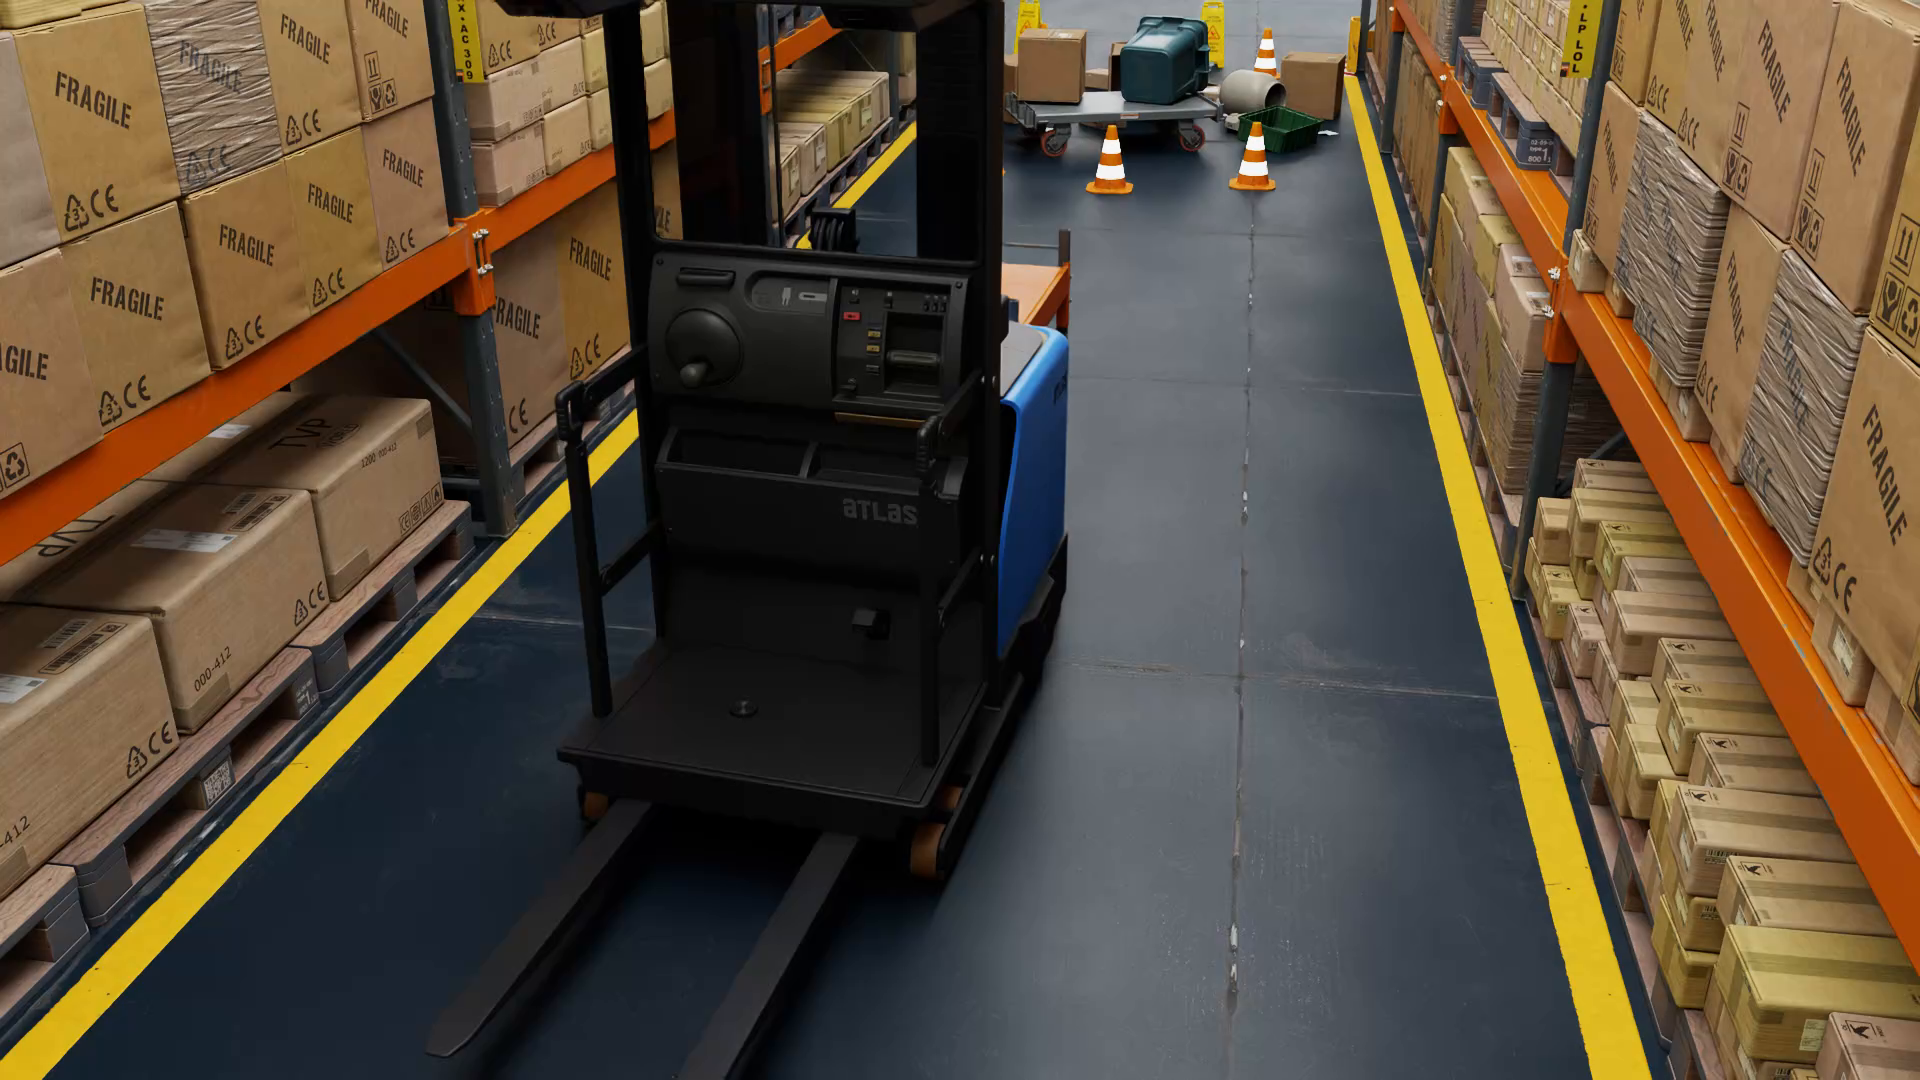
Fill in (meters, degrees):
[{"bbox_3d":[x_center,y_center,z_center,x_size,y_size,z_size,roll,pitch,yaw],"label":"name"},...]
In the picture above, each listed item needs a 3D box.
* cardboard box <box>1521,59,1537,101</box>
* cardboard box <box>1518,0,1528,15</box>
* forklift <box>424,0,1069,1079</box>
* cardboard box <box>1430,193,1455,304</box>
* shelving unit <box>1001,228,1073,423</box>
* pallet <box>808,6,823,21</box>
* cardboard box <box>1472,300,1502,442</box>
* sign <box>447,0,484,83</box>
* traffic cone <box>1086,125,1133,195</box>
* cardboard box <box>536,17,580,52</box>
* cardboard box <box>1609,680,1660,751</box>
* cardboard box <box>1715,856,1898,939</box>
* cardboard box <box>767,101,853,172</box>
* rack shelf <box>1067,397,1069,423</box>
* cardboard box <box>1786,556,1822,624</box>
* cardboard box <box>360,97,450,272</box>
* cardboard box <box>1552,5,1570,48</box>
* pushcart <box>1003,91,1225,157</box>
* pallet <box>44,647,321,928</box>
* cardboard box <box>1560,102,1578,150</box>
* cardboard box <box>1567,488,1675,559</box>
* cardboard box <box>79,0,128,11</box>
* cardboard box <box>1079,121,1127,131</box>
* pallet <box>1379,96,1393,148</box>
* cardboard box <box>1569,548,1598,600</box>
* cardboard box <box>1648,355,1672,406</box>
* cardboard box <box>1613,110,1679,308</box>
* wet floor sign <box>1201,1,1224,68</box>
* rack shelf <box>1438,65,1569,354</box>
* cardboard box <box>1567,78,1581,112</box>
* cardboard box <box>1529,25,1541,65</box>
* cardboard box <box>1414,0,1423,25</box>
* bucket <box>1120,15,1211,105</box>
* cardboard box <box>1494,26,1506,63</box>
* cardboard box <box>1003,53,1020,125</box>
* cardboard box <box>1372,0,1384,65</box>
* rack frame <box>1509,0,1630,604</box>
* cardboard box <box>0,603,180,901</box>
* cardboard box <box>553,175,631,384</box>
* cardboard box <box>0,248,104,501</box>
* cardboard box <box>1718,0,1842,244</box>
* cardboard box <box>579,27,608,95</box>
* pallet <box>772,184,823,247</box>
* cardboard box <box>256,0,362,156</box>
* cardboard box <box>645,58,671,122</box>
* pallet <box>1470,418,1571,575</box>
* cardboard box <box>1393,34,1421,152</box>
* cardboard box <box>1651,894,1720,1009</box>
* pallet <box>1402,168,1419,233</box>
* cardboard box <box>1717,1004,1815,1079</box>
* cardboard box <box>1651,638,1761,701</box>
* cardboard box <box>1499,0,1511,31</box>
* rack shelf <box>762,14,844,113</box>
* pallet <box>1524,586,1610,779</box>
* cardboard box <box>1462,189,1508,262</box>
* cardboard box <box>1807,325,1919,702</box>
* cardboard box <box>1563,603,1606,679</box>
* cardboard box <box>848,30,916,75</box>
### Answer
[{"bbox_3d":[2.704,-2.027,7.344,0.380,0.149,0.250,3,25,7],"label":"cardboard box"},{"bbox_3d":[2.796,-2.514,7.683,0.380,0.149,0.250,5,26,11],"label":"cardboard box"},{"bbox_3d":[-0.489,-0.550,4.468,1.130,2.935,3.031,7,26,14],"label":"forklift"},{"bbox_3d":[2.867,-1.567,9.013,0.500,0.500,0.500,3,25,6],"label":"cardboard box"},{"bbox_3d":[0.086,-0.577,6.655,0.538,1.125,1.048,6,26,13],"label":"shelving unit"},{"bbox_3d":[-1.383,-3.832,11.625,1.003,0.211,1.213,4,25,9],"label":"pallet"},{"bbox_3d":[2.537,-0.714,7.190,0.500,0.500,0.500,3,25,7],"label":"cardboard box"},{"bbox_3d":[-1.772,-1.805,5.954,0.100,0.325,0.005,4,25,9],"label":"sign"},{"bbox_3d":[1.106,-2.806,12.199,0.336,0.463,0.334,4,25,9],"label":"traffic cone"},{"bbox_3d":[-1.908,-2.292,6.811,0.500,0.500,0.500,4,25,8],"label":"cardboard box"},{"bbox_3d":[2.030,0.525,4.607,0.380,0.149,0.250,4,25,8],"label":"cardboard box"},{"bbox_3d":[1.883,0.829,3.607,0.380,0.149,0.250,3,25,6],"label":"cardboard box"},{"bbox_3d":[-1.321,-2.950,12.118,0.950,0.372,0.625,5,26,10],"label":"cardboard box"},{"bbox_3d":[0.086,-0.355,6.759,0.538,0.278,1.000,6,26,13],"label":"rack shelf"},{"bbox_3d":[1.896,0.093,3.310,0.380,0.149,0.250,3,25,6],"label":"cardboard box"},{"bbox_3d":[-2.143,-1.249,5.762,0.500,0.500,0.500,4,25,9],"label":"cardboard box"},{"bbox_3d":[2.627,-2.074,6.743,0.380,0.149,0.250,3,25,7],"label":"cardboard box"},{"bbox_3d":[1.246,-3.436,13.646,1.648,0.377,0.936,-5,25,-10],"label":"pushcart"},{"bbox_3d":[-2.718,0.672,5.065,1.003,0.211,1.213,4,25,9],"label":"pallet"},{"bbox_3d":[2.535,-1.583,6.396,0.380,0.149,0.250,4,25,8],"label":"cardboard box"},{"bbox_3d":[2.216,-0.042,5.467,0.380,0.149,0.250,5,26,11],"label":"cardboard box"},{"bbox_3d":[-2.352,-1.422,4.187,0.380,0.149,0.250,4,25,9],"label":"cardboard box"},{"bbox_3d":[1.239,-3.715,14.373,0.258,0.266,0.396,-14,29,-27],"label":"cardboard box"},{"bbox_3d":[4.090,-3.510,14.000,1.003,0.211,1.213,4,25,9],"label":"pallet"},{"bbox_3d":[2.253,0.093,5.529,0.380,0.149,0.250,4,25,9],"label":"cardboard box"},{"bbox_3d":[2.095,-0.462,4.496,0.380,0.149,0.250,4,25,9],"label":"cardboard box"},{"bbox_3d":[2.177,-0.897,4.660,0.500,0.500,0.500,4,25,9],"label":"cardboard box"},{"bbox_3d":[2.593,-5.216,17.133,0.267,0.644,0.232,0,25,-1],"label":"wet floor sign"},{"bbox_3d":[2.907,-1.625,7.532,1.077,0.370,4.000,4,25,9],"label":"rack shelf"},{"bbox_3d":[2.536,-1.719,6.335,0.380,0.149,0.250,5,26,11],"label":"cardboard box"},{"bbox_3d":[2.708,-2.158,7.273,0.380,0.149,0.250,5,26,10],"label":"cardboard box"},{"bbox_3d":[3.287,-3.672,10.938,0.500,0.500,0.500,4,25,9],"label":"cardboard box"},{"bbox_3d":[1.636,-3.883,13.575,0.726,0.611,0.620,13,38,26],"label":"bucket"},{"bbox_3d":[2.874,-2.466,8.280,0.380,0.149,0.250,5,26,11],"label":"cardboard box"},{"bbox_3d":[0.506,-3.984,14.669,0.500,0.500,0.500,-20,32,-36],"label":"cardboard box"},{"bbox_3d":[4.496,-5.073,16.060,0.875,0.875,0.875,4,25,9],"label":"cardboard box"},{"bbox_3d":[2.581,-1.114,5.593,1.000,3.000,0.127,4,25,9],"label":"rack frame"},{"bbox_3d":[-2.823,0.562,4.539,0.875,0.438,0.875,5,25,10],"label":"cardboard box"},{"bbox_3d":[-2.157,-1.286,7.970,0.875,0.875,0.875,5,26,10],"label":"cardboard box"},{"bbox_3d":[-2.455,-0.393,3.934,0.500,0.500,0.500,4,25,8],"label":"cardboard box"},{"bbox_3d":[1.999,-0.934,3.560,0.500,0.500,0.500,3,25,7],"label":"cardboard box"},{"bbox_3d":[-1.803,-2.167,7.429,0.500,0.250,0.500,4,25,9],"label":"cardboard box"},{"bbox_3d":[-1.536,-2.152,11.098,1.003,0.211,1.213,4,25,9],"label":"pallet"},{"bbox_3d":[-2.215,-1.485,5.087,0.500,0.500,0.500,4,25,8],"label":"cardboard box"},{"bbox_3d":[-1.714,-2.151,7.984,0.500,0.250,0.500,4,25,8],"label":"cardboard box"},{"bbox_3d":[2.706,-0.177,6.880,1.003,0.211,1.213,4,25,9],"label":"pallet"},{"bbox_3d":[3.875,-3.366,12.561,1.050,0.750,0.750,4,25,8],"label":"cardboard box"},{"bbox_3d":[1.885,0.991,3.963,0.380,0.149,0.250,3,25,6],"label":"cardboard box"},{"bbox_3d":[3.639,-2.358,11.538,1.003,0.211,1.213,4,25,9],"label":"pallet"},{"bbox_3d":[1.815,1.067,3.449,0.380,0.149,0.250,3,25,6],"label":"cardboard box"},{"bbox_3d":[2.118,0.398,4.527,0.380,0.149,0.250,3,25,6],"label":"cardboard box"},{"bbox_3d":[2.875,-2.585,8.184,0.380,0.149,0.250,3,25,7],"label":"cardboard box"},{"bbox_3d":[-1.339,-3.599,11.749,1.077,0.370,4.000,4,25,9],"label":"rack shelf"},{"bbox_3d":[2.506,0.432,5.578,1.003,0.211,1.213,4,25,9],"label":"pallet"},{"bbox_3d":[2.706,-1.495,7.975,0.500,0.250,0.500,4,25,9],"label":"cardboard box"},{"bbox_3d":[1.836,-0.042,2.833,0.500,0.500,0.500,4,25,8],"label":"cardboard box"},{"bbox_3d":[2.171,0.335,5.363,0.380,0.149,0.250,4,25,8],"label":"cardboard box"},{"bbox_3d":[-0.649,-4.274,14.205,0.500,0.500,0.500,5,26,11],"label":"cardboard box"}]
